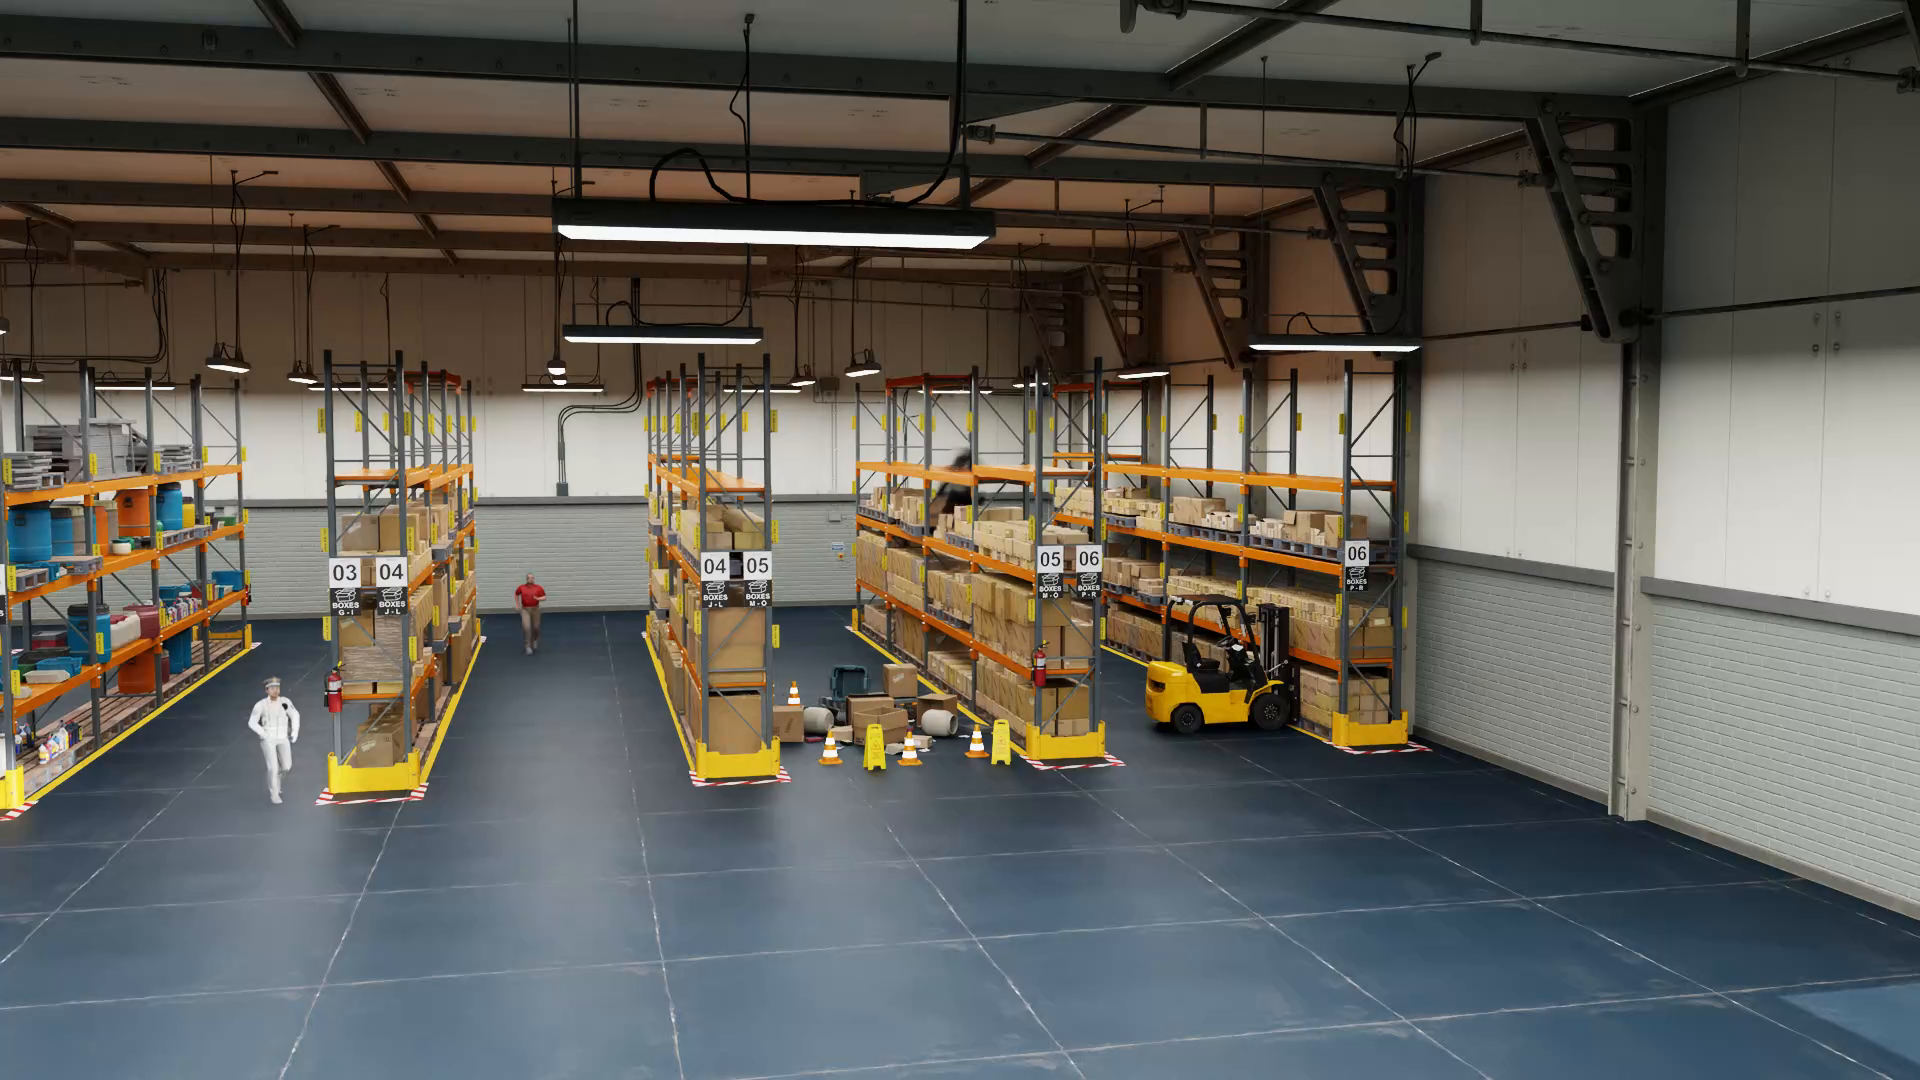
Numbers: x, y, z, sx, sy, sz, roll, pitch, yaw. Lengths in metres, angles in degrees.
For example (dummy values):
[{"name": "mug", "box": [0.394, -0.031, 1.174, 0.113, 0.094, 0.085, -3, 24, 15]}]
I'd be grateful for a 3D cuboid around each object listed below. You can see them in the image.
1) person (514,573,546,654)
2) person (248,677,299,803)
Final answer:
[{"name": "person", "box": [-9.408, 1.622, 36.447, 0.662, 1.645, 0.987, -1, 4, -18]}, {"name": "person", "box": [-9.099, 2.650, 22.116, 0.676, 1.674, 0.583, -3, 5, -41]}]
